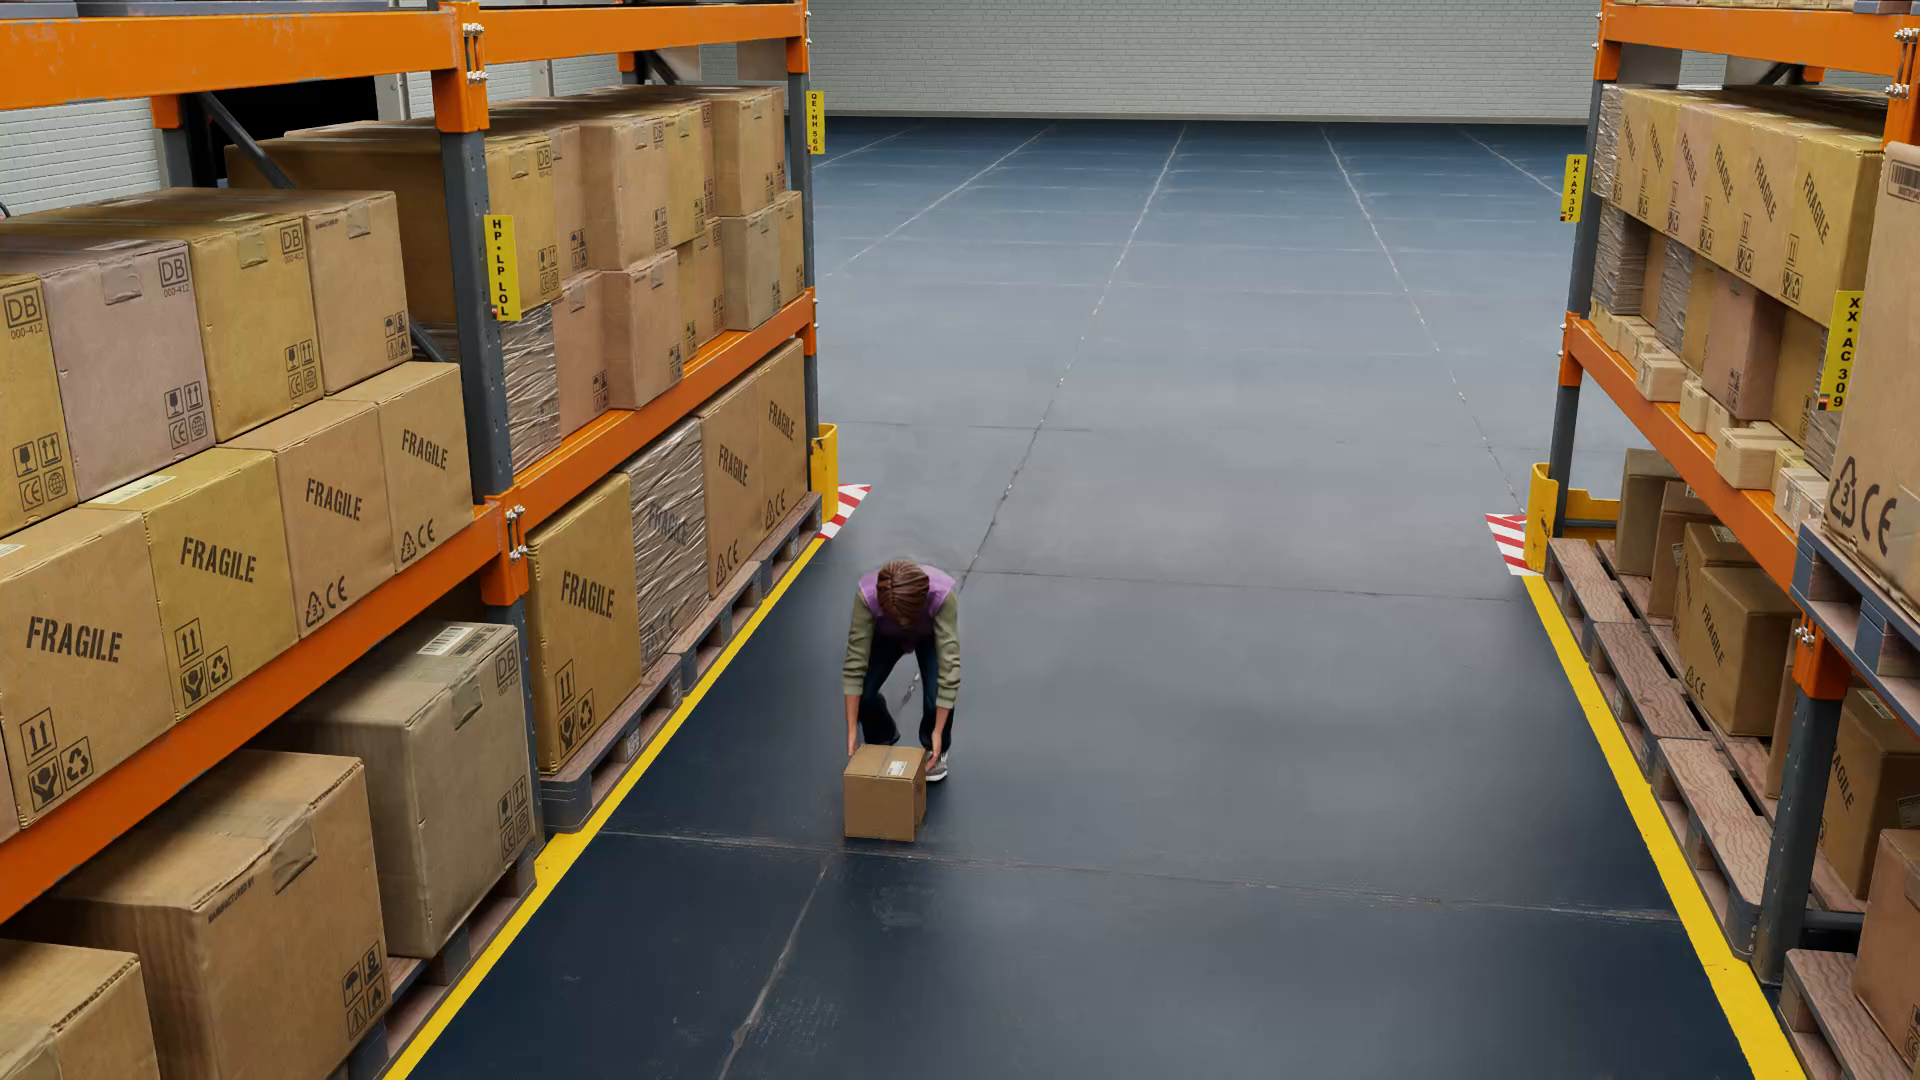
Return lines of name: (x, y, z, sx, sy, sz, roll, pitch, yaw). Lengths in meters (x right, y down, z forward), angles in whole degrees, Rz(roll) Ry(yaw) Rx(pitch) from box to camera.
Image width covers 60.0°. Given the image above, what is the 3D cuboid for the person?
person: (-0.191, 0.458, 6.204, 0.454, 0.958, 0.779, 3, 18, 9)
